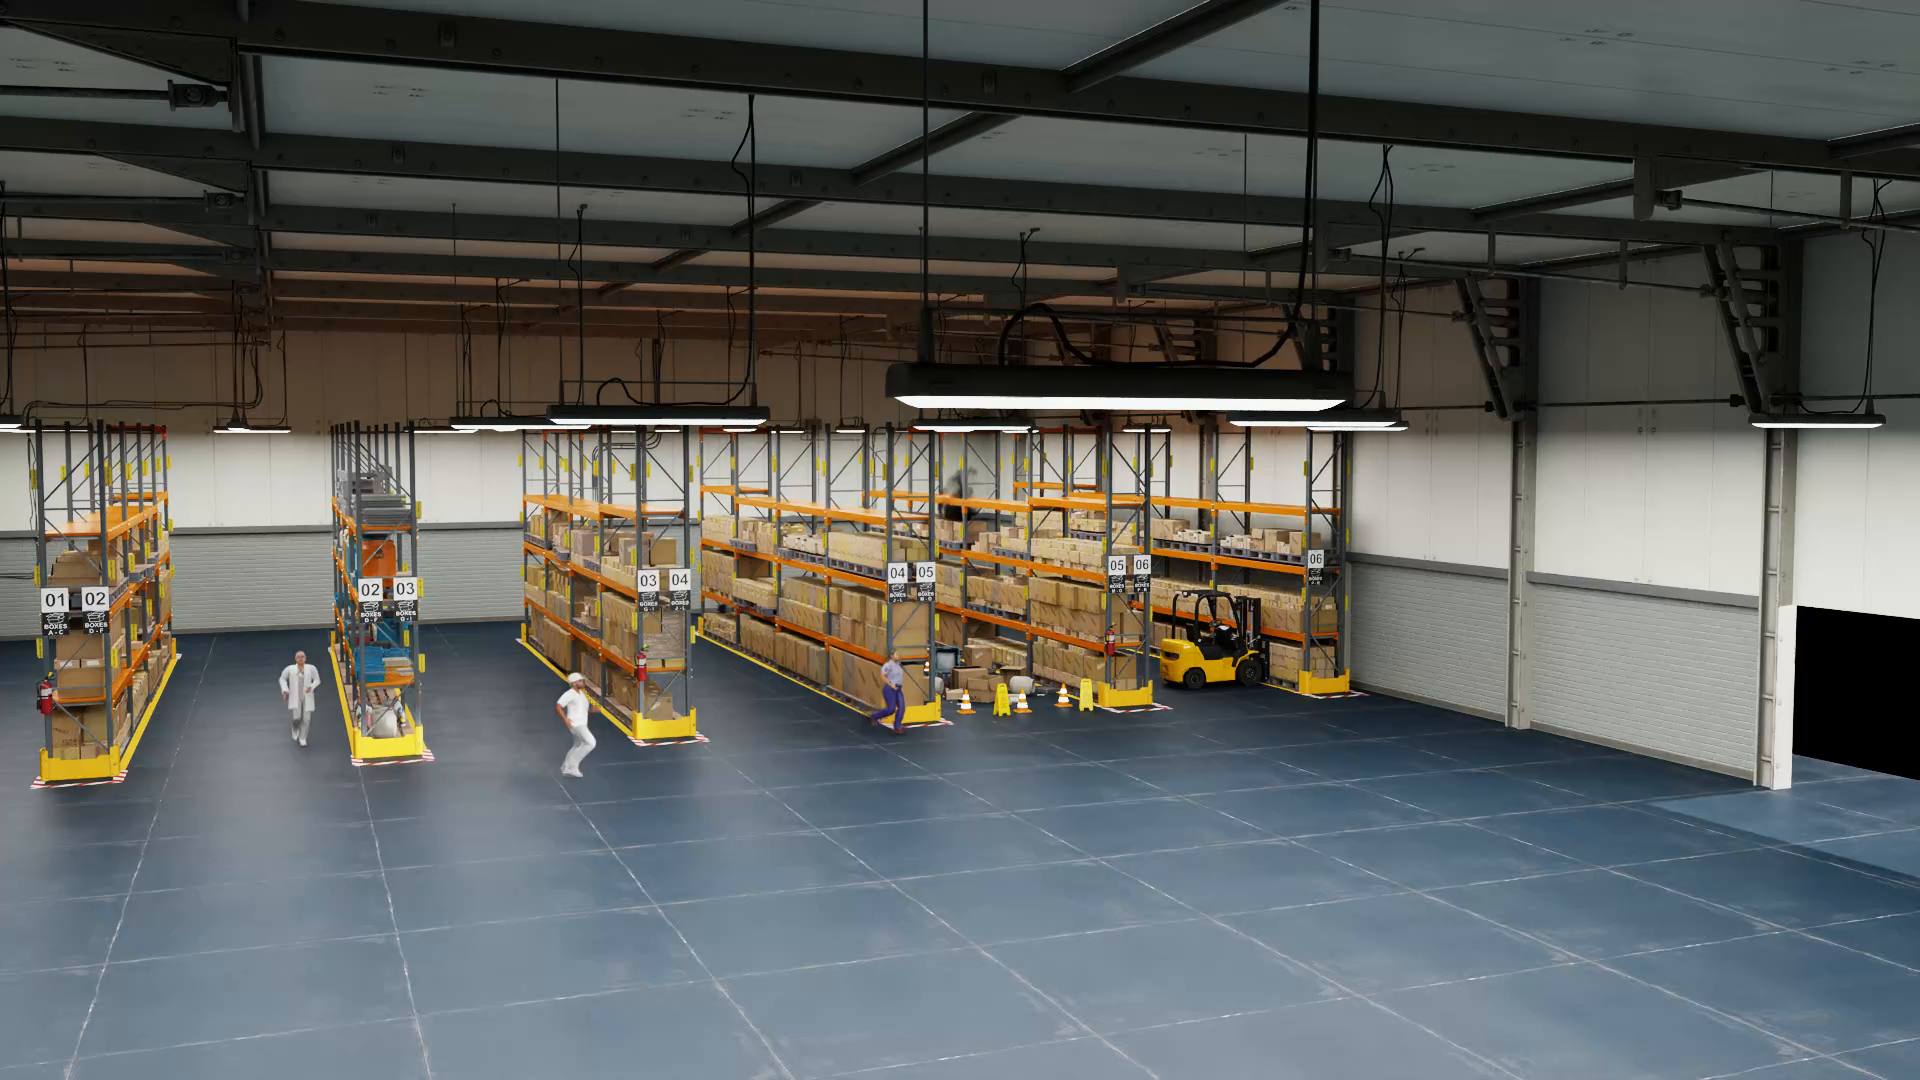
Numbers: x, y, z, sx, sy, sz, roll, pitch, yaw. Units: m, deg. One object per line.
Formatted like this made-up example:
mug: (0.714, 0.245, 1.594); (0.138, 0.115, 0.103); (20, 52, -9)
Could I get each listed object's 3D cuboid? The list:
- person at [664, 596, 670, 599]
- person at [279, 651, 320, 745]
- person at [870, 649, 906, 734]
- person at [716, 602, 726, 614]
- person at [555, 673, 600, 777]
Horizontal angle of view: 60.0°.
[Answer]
person: (-8.094, 2.055, 46.102); (0.658, 1.640, 0.868); (-1, 4, -9)
person: (-12.190, 2.934, 30.755); (0.702, 1.738, 0.627); (-2, 4, -26)
person: (-1.304, 2.925, 32.191); (0.766, 1.588, 0.669); (2, 4, 26)
person: (-7.022, 1.867, 49.581); (0.543, 1.537, 0.579); (1, 4, 20)
person: (-6.378, 3.095, 27.880); (0.672, 1.741, 0.675); (0, 4, 2)
